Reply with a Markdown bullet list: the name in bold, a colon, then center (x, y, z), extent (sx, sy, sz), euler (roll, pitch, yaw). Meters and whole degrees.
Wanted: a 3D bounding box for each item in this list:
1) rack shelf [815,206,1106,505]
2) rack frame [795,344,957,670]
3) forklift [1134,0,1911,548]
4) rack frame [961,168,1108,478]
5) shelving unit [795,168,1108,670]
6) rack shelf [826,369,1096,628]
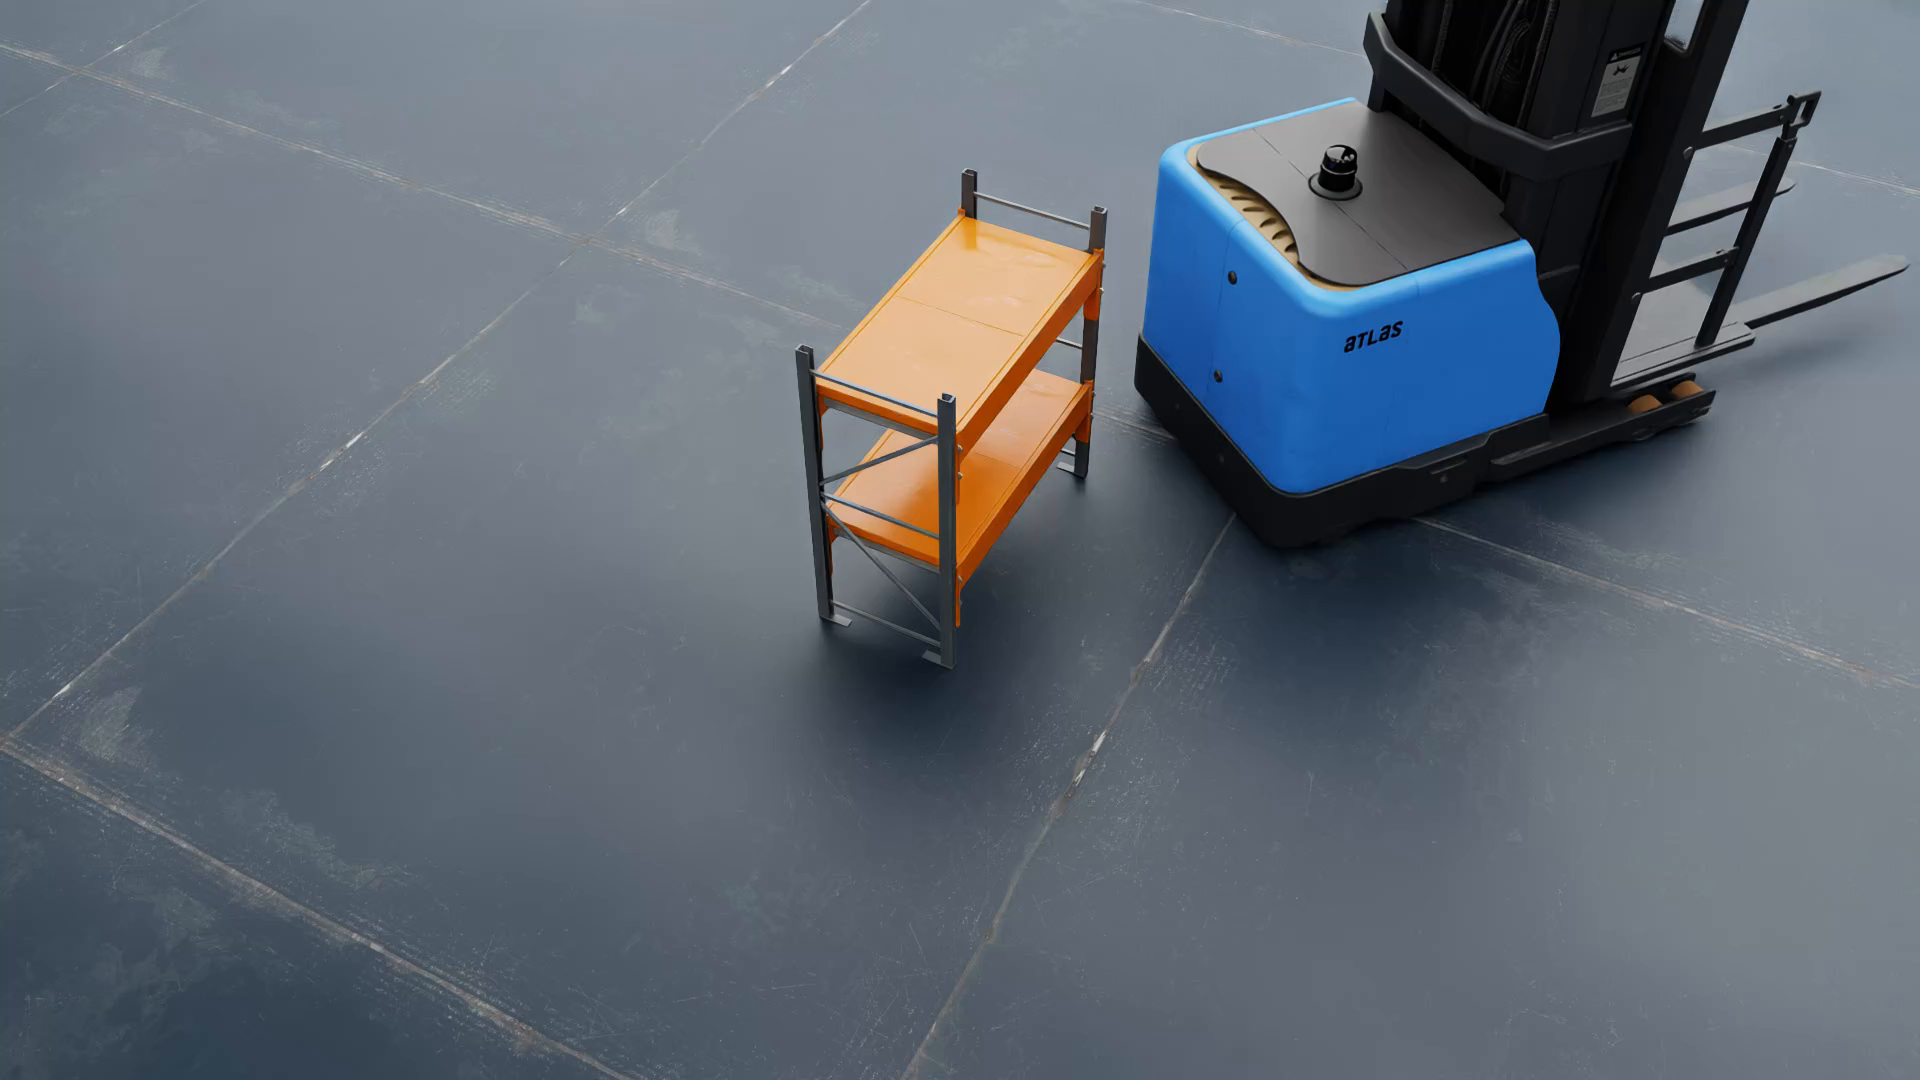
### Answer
- **rack shelf**: center (-0.003, -0.597, 5.138), extent (0.538, 0.278, 1.000), euler (20, 49, 19)
- **rack frame**: center (-0.239, -0.071, 5.029), extent (0.500, 1.125, 0.032), euler (20, 49, 19)
- **forklift**: center (2.211, -1.719, 5.389), extent (3.031, 2.935, 1.130), euler (-18, 48, -17)
- **rack frame**: center (0.233, -0.711, 5.662), extent (0.500, 1.125, 0.032), euler (20, 49, 19)
- **shelving unit**: center (-0.003, -0.391, 5.346), extent (0.538, 1.125, 1.048), euler (20, 49, 19)
- **rack shelf**: center (-0.003, -0.219, 5.520), extent (0.538, 0.278, 1.000), euler (20, 49, 19)
